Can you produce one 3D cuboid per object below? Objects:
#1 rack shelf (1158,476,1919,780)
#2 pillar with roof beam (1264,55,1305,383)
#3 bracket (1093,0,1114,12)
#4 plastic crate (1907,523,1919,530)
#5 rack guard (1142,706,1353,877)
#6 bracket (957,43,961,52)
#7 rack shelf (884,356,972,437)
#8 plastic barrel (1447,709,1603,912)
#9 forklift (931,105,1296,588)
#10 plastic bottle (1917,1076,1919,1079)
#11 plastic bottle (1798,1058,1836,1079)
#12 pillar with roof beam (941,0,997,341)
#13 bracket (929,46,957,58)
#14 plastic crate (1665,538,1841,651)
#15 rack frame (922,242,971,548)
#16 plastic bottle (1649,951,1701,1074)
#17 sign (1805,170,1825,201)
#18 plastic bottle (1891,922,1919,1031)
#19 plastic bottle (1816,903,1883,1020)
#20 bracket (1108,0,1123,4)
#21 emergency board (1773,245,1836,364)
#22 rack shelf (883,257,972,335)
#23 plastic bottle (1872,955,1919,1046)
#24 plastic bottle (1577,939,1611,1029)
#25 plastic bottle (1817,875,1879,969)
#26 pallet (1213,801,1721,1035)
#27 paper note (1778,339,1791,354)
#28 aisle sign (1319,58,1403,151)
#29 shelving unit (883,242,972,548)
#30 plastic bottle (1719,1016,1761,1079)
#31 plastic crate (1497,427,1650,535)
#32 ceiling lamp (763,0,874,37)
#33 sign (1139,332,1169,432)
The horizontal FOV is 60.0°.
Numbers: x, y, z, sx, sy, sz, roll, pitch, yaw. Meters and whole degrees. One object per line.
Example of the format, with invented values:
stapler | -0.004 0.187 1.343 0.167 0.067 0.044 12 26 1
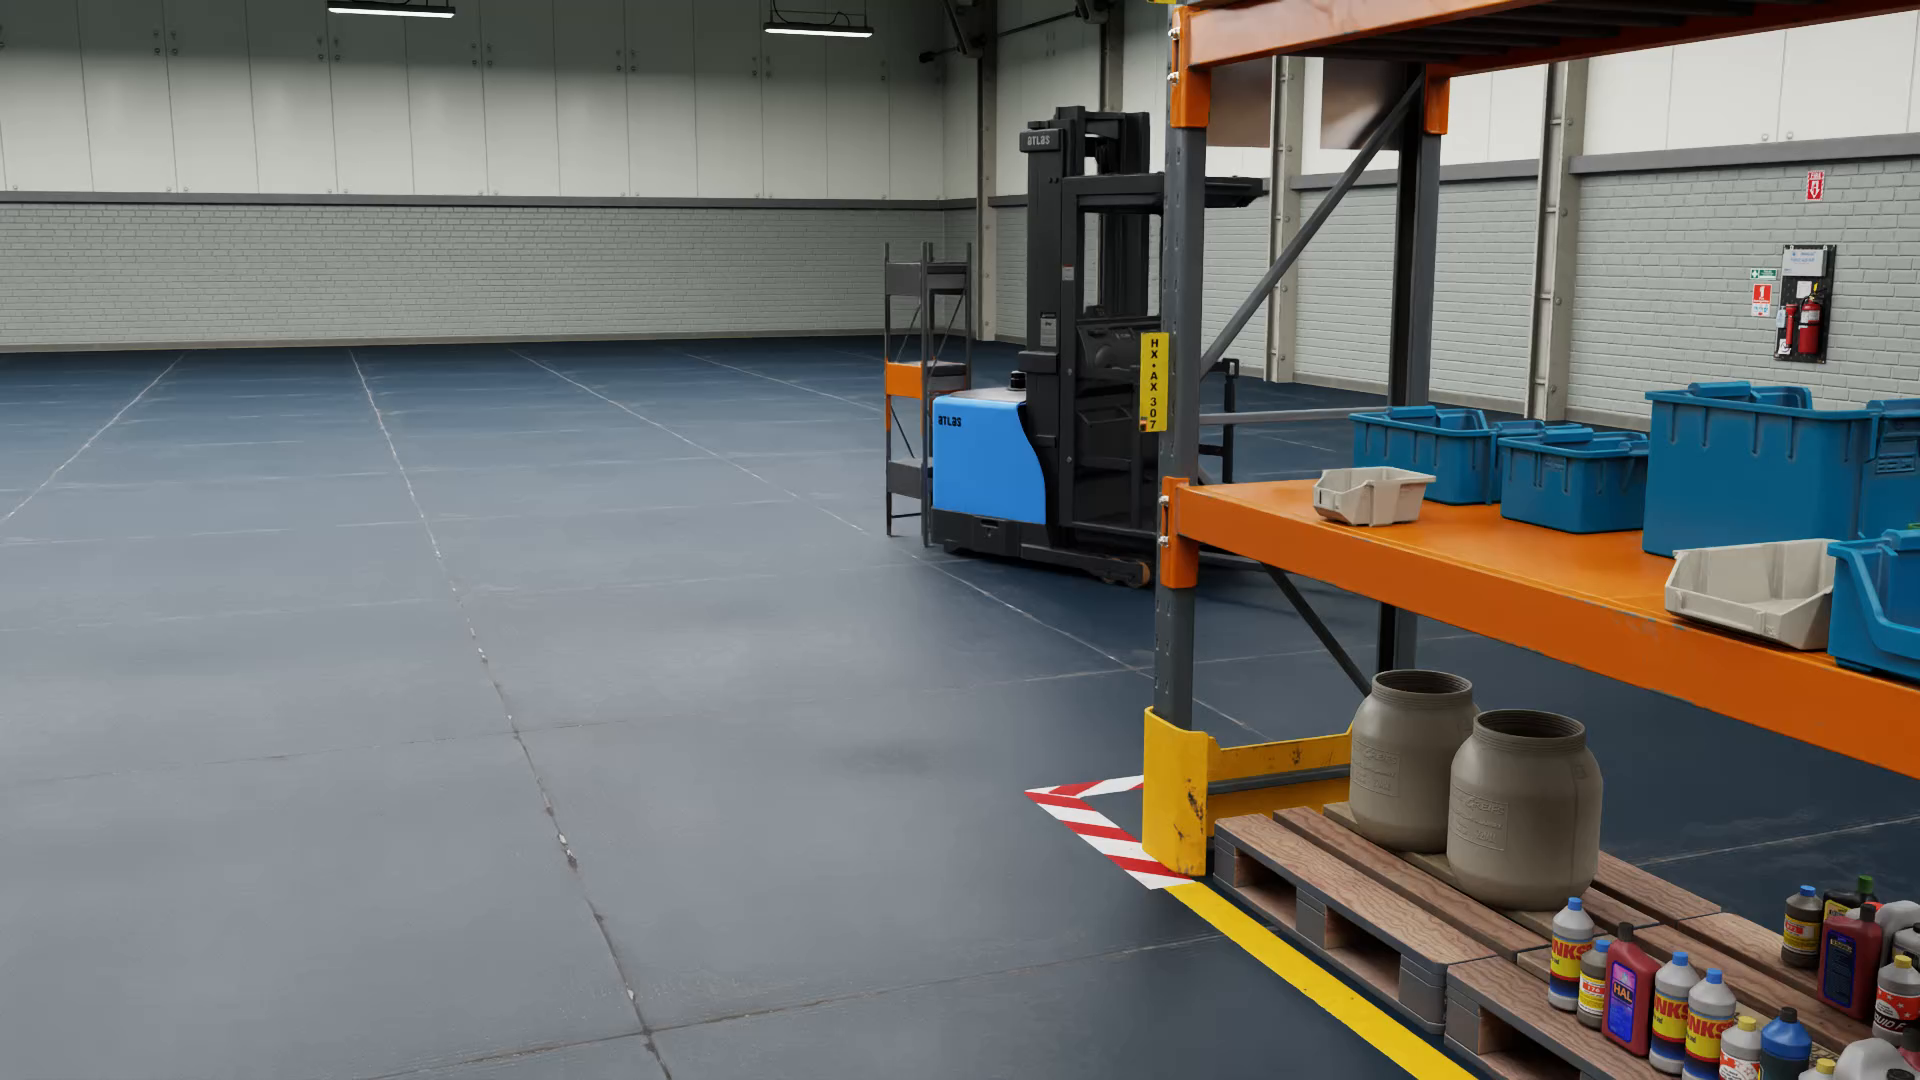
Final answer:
rack shelf | 1.881 0.261 3.940 1.077 0.370 4.000 -4 11 -21
pillar with roof beam | 0.914 -6.607 23.369 9.100 9.000 0.400 -4 11 -21
bracket | 2.572 -9.542 29.588 0.235 0.232 0.430 -4 11 -21
plastic crate | 2.376 0.098 3.407 0.450 0.188 0.662 -4 11 -21
rack guard | 1.227 0.821 5.878 1.175 0.500 0.348 -4 11 -21
bracket | 0.097 -10.656 35.856 0.235 0.232 0.430 -4 11 -21
rack shelf | -0.227 -1.023 11.753 0.431 0.518 0.480 -7 12 -33
plastic barrel | 1.647 0.783 4.857 0.421 0.512 0.421 0 10 0
forklift | 1.223 -1.250 10.577 3.031 2.935 1.130 9 14 42
plastic bottle | 1.917 1.150 3.196 0.144 0.351 0.185 -4 11 -21
plastic bottle | 1.793 1.180 3.458 0.097 0.201 0.097 0 10 0
pillar with roof beam | -3.434 -8.566 34.381 9.100 9.000 0.548 -4 11 -21
bracket | -0.548 -10.947 37.488 0.076 0.066 3.189 -4 11 -21
plastic crate | 1.781 0.114 3.465 0.530 0.136 0.437 -4 11 -21
rack frame | -0.090 -1.001 11.552 0.400 2.100 0.015 -7 12 -33
plastic bottle | 1.647 1.079 3.823 0.097 0.271 0.097 0 10 0
sign | 8.505 -3.523 16.540 0.001 0.298 0.199 -4 11 -21
plastic bottle | 2.346 1.043 4.015 0.152 0.276 0.135 -4 11 -22
plastic bottle | 2.197 1.023 4.103 0.061 0.283 0.133 -4 11 -21
bracket | 3.506 -9.121 27.224 0.076 0.066 4.783 -4 11 -21
emergency board | 8.415 -2.374 16.700 0.194 1.169 0.643 -4 11 -21
rack shelf | -0.227 -1.712 11.631 0.431 0.518 0.480 -7 12 -33
plastic bottle | 2.236 1.090 3.960 0.097 0.201 0.097 0 10 0
plastic bottle | 1.560 1.074 4.049 0.097 0.201 0.097 0 10 0
plastic bottle | 2.289 0.991 4.282 0.061 0.283 0.133 -4 11 -20
pallet | 1.517 1.096 5.156 1.003 0.211 1.213 -4 11 -21
paper note | 8.415 -1.973 16.964 0.016 0.148 0.142 -4 11 -21
aisle sign | 1.407 -1.730 5.657 0.394 0.787 0.004 -4 11 -21
shelving unit | -0.227 -1.036 11.751 0.431 2.100 0.503 -7 12 -33
plastic bottle | 1.719 1.146 3.647 0.097 0.201 0.097 0 10 0
plastic crate | 1.846 -0.177 4.775 0.499 0.251 0.408 -4 11 -21
ceiling lamp | -2.645 -10.767 30.090 2.000 3.185 0.800 -4 11 -21
sign | 0.641 -0.521 5.496 0.100 0.325 0.005 -4 11 -21
